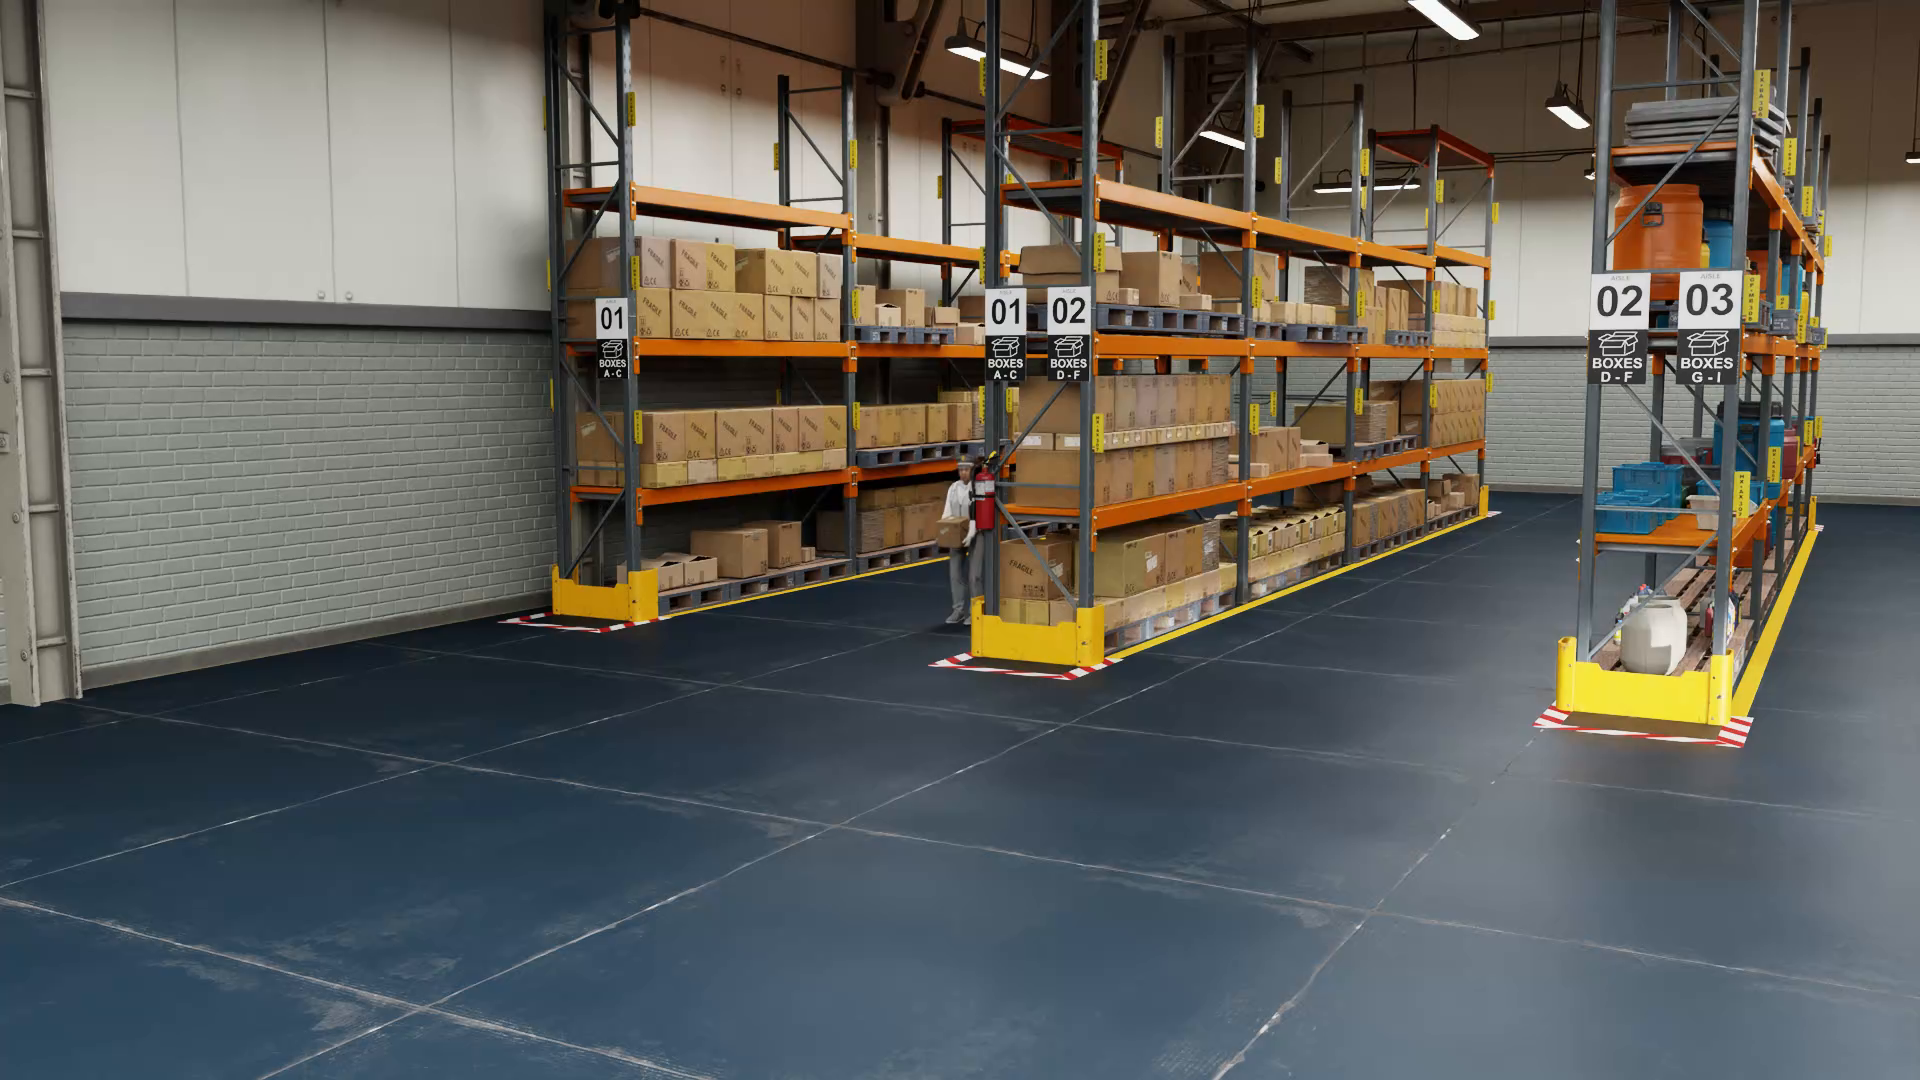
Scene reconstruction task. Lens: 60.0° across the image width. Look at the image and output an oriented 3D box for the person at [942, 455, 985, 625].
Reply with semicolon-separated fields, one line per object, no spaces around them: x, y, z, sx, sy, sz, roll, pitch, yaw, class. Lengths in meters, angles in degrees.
0.045;-0.006;16.400;0.417;1.677;0.535;3;7;27;person
